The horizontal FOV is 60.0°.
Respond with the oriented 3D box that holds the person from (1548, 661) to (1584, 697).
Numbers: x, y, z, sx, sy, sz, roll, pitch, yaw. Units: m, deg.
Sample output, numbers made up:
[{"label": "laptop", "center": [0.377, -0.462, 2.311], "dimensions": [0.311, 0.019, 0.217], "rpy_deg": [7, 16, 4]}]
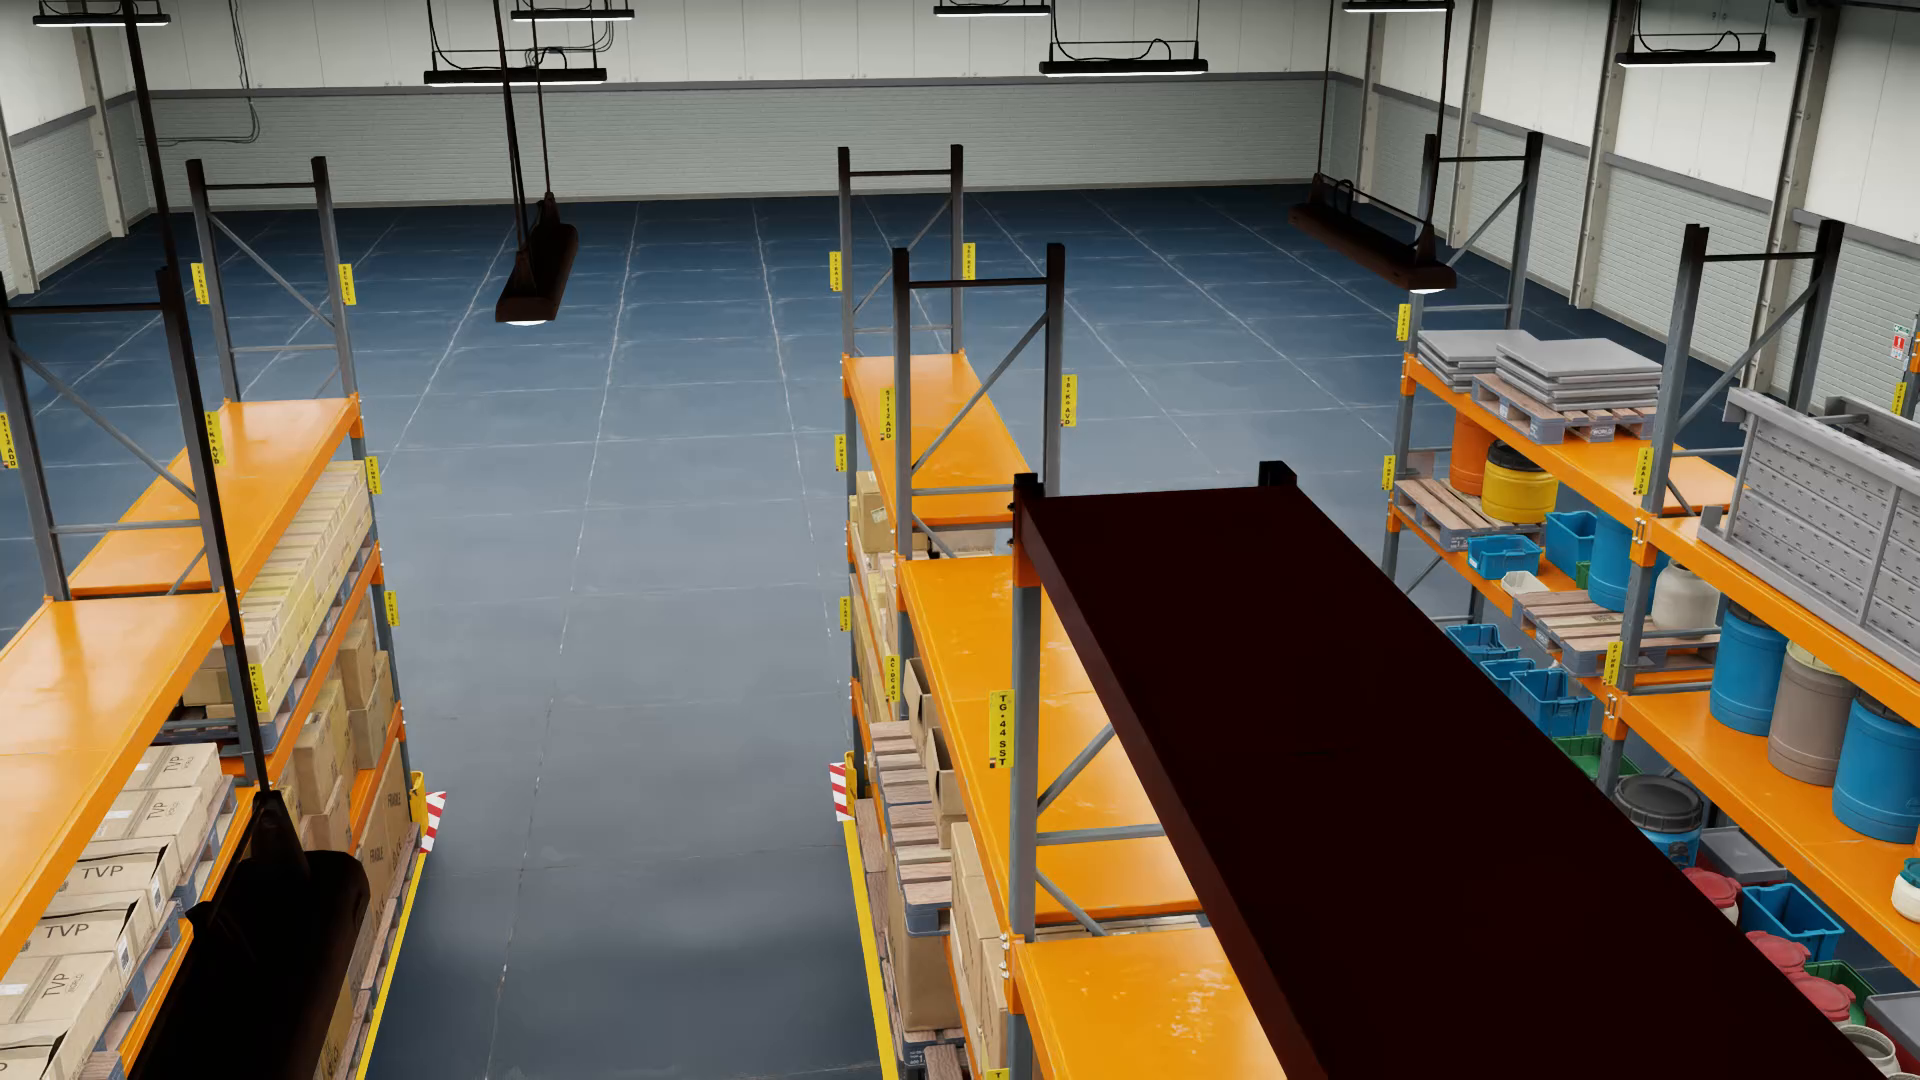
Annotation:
[{"label": "person", "center": [5.906, 1.261, 16.214], "dimensions": [0.508, 1.669, 0.692], "rpy_deg": [-15, 26, -33]}]
